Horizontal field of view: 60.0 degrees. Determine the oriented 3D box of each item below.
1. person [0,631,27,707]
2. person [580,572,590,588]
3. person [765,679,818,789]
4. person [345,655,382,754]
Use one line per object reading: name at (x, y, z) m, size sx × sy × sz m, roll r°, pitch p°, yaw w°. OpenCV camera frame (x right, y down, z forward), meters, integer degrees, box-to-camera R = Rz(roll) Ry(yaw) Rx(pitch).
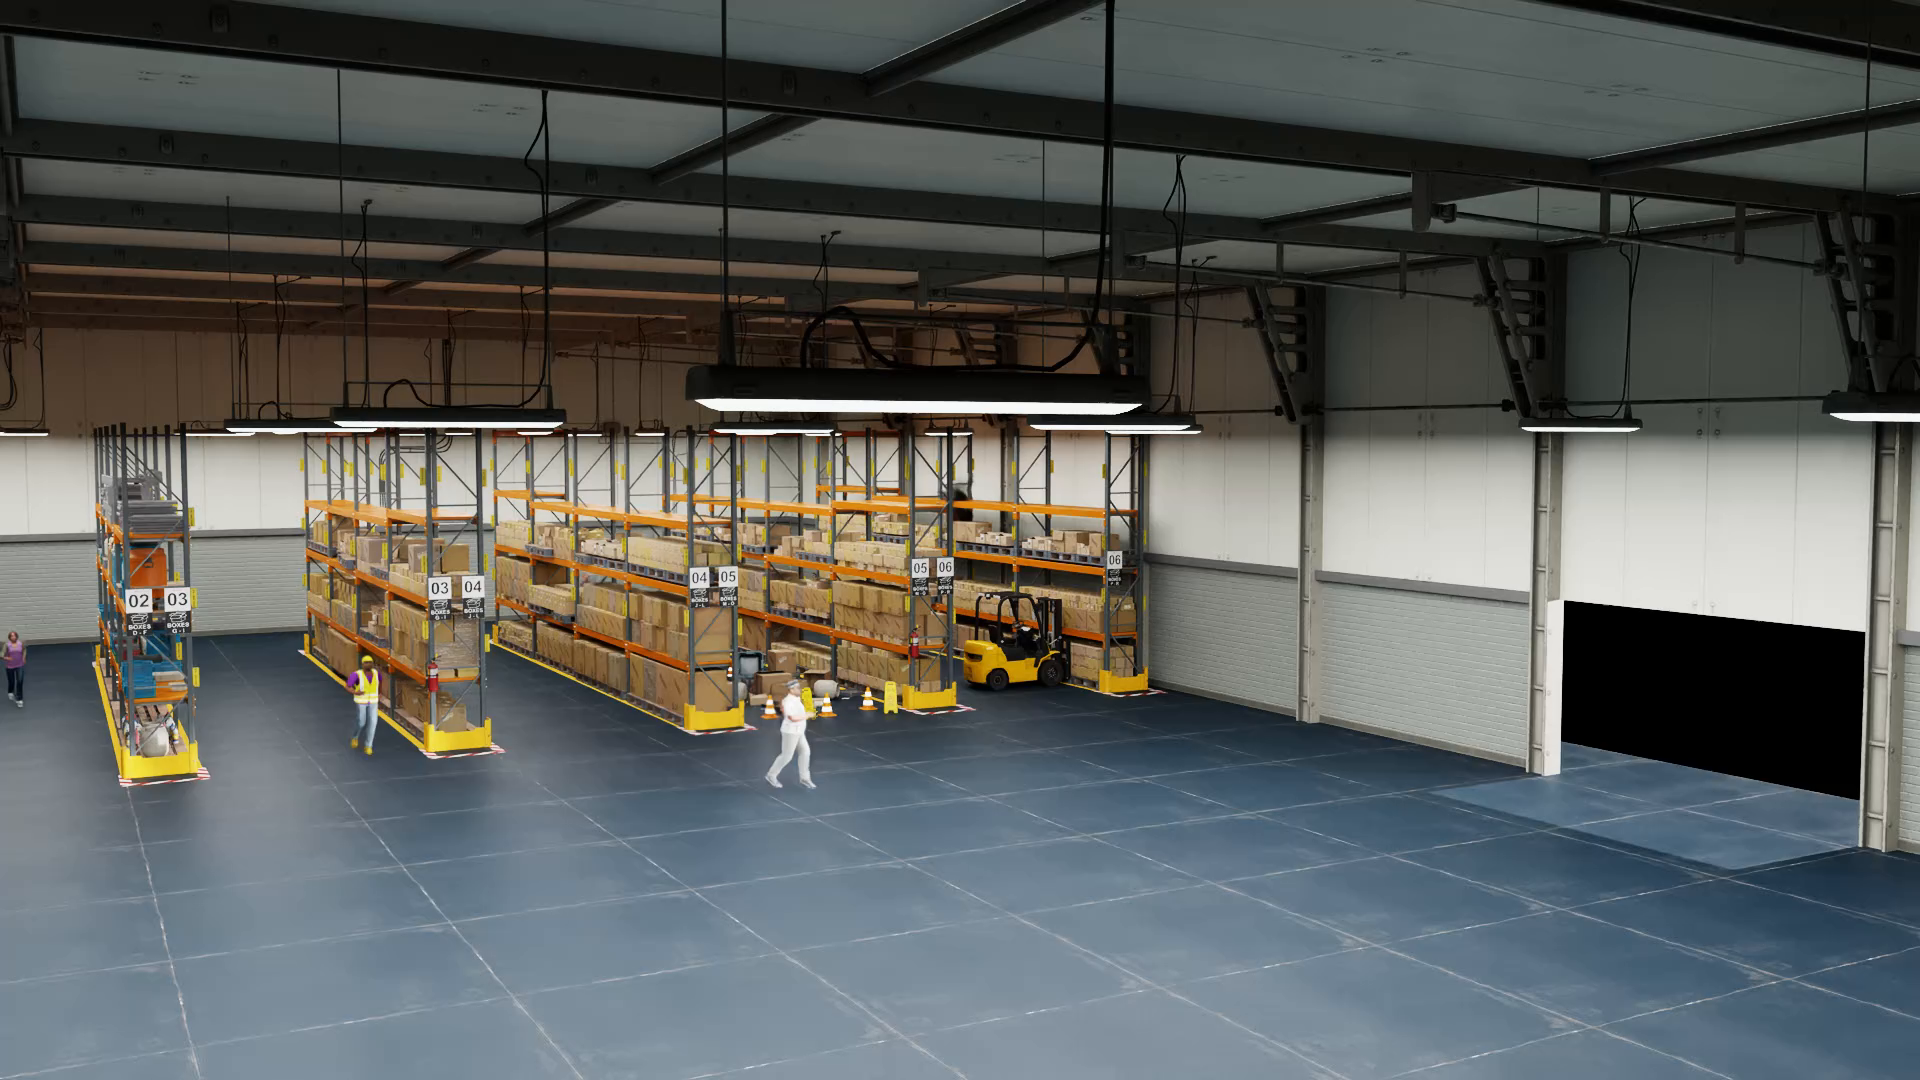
person at (-20.339, 2.751, 35.762) m, size 0.538 × 1.605 × 0.877 m, roll -3°, pitch 4°, yaw -39°
person at (-11.061, 1.874, 49.046) m, size 0.770 × 1.846 × 0.686 m, roll -2°, pitch 4°, yaw -30°
person at (-2.765, 3.183, 27.182) m, size 0.848 × 1.844 × 0.664 m, roll 1°, pitch 3°, yaw 8°
person at (-10.916, 3.015, 30.525) m, size 0.727 × 1.813 × 0.786 m, roll -3°, pitch 4°, yaw -38°
